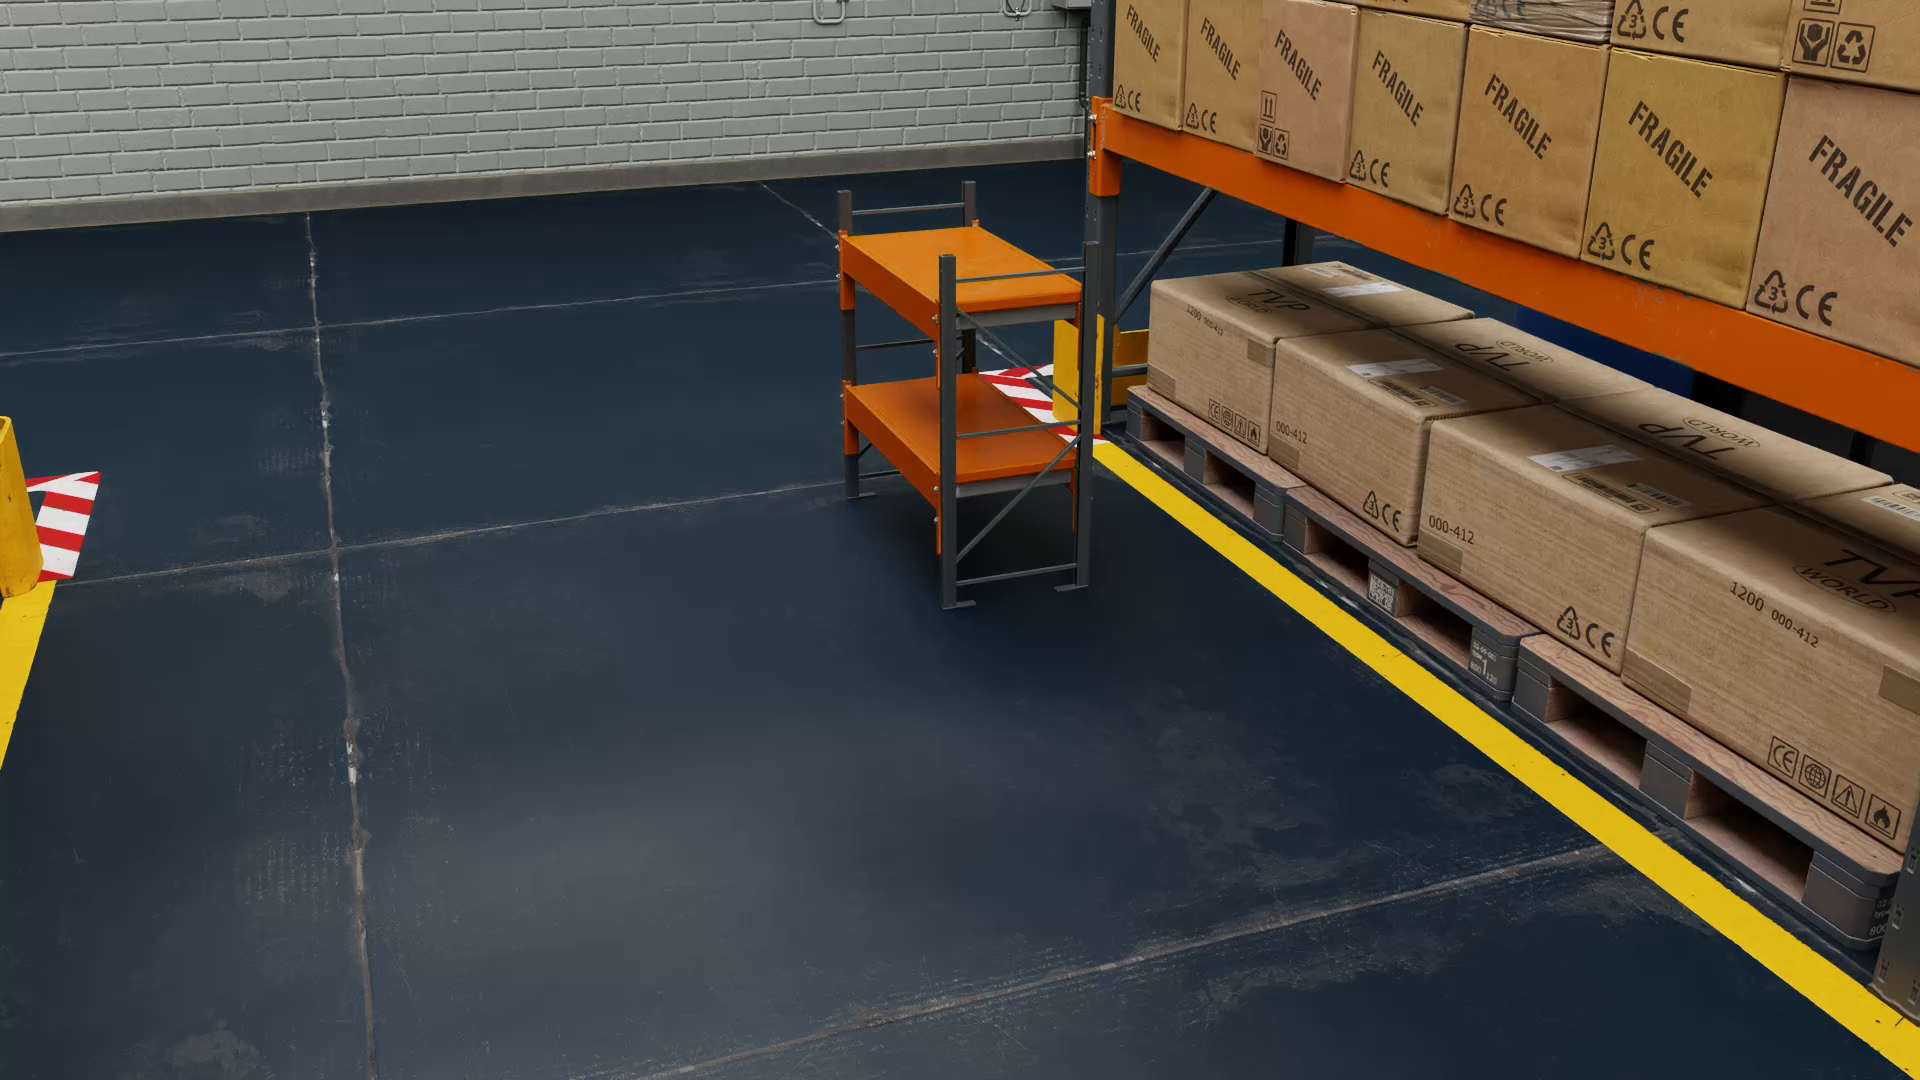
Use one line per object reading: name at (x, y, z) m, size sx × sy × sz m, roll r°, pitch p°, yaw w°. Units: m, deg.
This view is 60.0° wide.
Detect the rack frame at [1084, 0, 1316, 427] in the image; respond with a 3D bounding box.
rack frame at (0.986, -1.933, 6.475) m, size 1.000 × 3.000 × 0.127 m, roll -8°, pitch 24°, yaw -19°

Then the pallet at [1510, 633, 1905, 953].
pallet at (2.203, 0.518, 4.249) m, size 1.003 × 0.211 × 1.213 m, roll -8°, pitch 24°, yaw -19°

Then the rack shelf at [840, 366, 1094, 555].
rack shelf at (-0.002, -0.295, 5.632) m, size 0.538 × 0.278 × 1.000 m, roll -8°, pitch 24°, yaw -19°

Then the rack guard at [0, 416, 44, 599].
rack guard at (-3.583, -0.038, 5.196) m, size 1.175 × 0.500 × 0.348 m, roll -8°, pitch 24°, yaw -19°

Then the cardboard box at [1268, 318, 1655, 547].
cardboard box at (1.643, -0.389, 5.568) m, size 0.875 × 0.438 × 0.875 m, roll -8°, pitch 24°, yaw -18°

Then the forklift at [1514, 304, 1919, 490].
forklift at (3.253, -1.406, 5.312) m, size 1.130 × 2.935 × 3.031 m, roll -8°, pitch 24°, yaw -19°

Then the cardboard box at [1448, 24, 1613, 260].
cardboard box at (1.617, -1.026, 4.194) m, size 0.500 × 0.500 × 0.500 m, roll -9°, pitch 24°, yaw -20°

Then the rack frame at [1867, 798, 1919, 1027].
rack frame at (2.399, -0.480, 3.027) m, size 1.000 × 3.000 × 0.127 m, roll -8°, pitch 24°, yaw -19°

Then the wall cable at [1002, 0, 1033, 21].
wall cable at (0.294, -4.646, 11.603) m, size 0.588 × 1.984 × 0.122 m, roll -8°, pitch 24°, yaw -19°

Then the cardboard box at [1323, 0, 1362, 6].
cardboard box at (1.267, -1.854, 4.870) m, size 0.500 × 0.500 × 0.500 m, roll -9°, pitch 24°, yaw -19°

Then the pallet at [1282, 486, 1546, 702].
pallet at (1.768, 0.074, 5.303) m, size 1.003 × 0.211 × 1.213 m, roll -8°, pitch 24°, yaw -19°

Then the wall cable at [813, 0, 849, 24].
wall cable at (-1.028, -4.462, 11.125) m, size 0.585 × 1.953 × 0.123 m, roll -8°, pitch 24°, yaw -19°

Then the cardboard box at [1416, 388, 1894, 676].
cardboard box at (1.960, -0.061, 4.790) m, size 0.875 × 0.438 × 0.875 m, roll -9°, pitch 25°, yaw -21°

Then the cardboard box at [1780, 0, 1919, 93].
cardboard box at (1.974, -1.120, 3.130) m, size 0.500 × 0.500 × 0.500 m, roll -9°, pitch 24°, yaw -19°

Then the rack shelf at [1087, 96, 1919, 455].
rack shelf at (1.692, -0.875, 4.890) m, size 1.077 × 0.370 × 4.000 m, roll -8°, pitch 24°, yaw -19°

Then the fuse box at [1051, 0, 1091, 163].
fuse box at (0.988, -3.620, 12.137) m, size 0.539 × 1.711 × 0.414 m, roll -8°, pitch 24°, yaw -19°

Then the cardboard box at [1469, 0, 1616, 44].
cardboard box at (1.613, -1.489, 4.006) m, size 0.500 × 0.500 × 0.500 m, roll -8°, pitch 24°, yaw -18°

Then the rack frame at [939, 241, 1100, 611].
rack frame at (0.177, -0.336, 5.099) m, size 0.500 × 1.125 × 0.032 m, roll -8°, pitch 24°, yaw -19°

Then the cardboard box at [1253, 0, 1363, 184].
cardboard box at (1.254, -1.398, 5.077) m, size 0.500 × 0.500 × 0.500 m, roll -8°, pitch 24°, yaw -19°

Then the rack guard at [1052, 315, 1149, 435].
rack guard at (0.977, -0.790, 6.981) m, size 1.175 × 0.500 × 0.348 m, roll -8°, pitch 24°, yaw -19°

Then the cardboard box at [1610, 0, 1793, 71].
cardboard box at (1.802, -1.306, 3.570) m, size 0.500 × 0.500 × 0.500 m, roll -9°, pitch 24°, yaw -20°

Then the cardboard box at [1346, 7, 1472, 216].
cardboard box at (1.447, -1.219, 4.650) m, size 0.500 × 0.500 × 0.500 m, roll -8°, pitch 24°, yaw -17°

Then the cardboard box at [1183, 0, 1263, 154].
cardboard box at (1.091, -1.586, 5.521) m, size 0.500 × 0.500 × 0.500 m, roll -9°, pitch 24°, yaw -20°

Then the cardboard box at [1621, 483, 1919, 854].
cardboard box at (2.277, 0.264, 4.019) m, size 0.875 × 0.438 × 0.875 m, roll -9°, pitch 24°, yaw -20°

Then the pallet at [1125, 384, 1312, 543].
pallet at (1.341, -0.369, 6.353) m, size 1.003 × 0.211 × 1.213 m, roll -8°, pitch 24°, yaw -19°

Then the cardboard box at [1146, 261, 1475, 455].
cardboard box at (1.312, -0.720, 6.355) m, size 0.875 × 0.438 × 0.875 m, roll -9°, pitch 25°, yaw -21°

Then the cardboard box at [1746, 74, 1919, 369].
cardboard box at (1.996, -0.659, 3.324) m, size 0.500 × 0.500 × 0.500 m, roll -8°, pitch 24°, yaw -19°

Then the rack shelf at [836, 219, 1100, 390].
rack shelf at (-0.002, -0.791, 5.424) m, size 0.538 × 0.278 × 1.000 m, roll -8°, pitch 24°, yaw -19°

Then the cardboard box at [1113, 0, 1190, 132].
cardboard box at (0.886, -1.766, 5.948) m, size 0.500 × 0.500 × 0.500 m, roll -9°, pitch 24°, yaw -19°

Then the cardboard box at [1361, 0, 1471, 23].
cardboard box at (1.444, -1.673, 4.441) m, size 0.500 × 0.500 × 0.500 m, roll -8°, pitch 24°, yaw -19°

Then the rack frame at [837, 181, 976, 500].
rack frame at (-0.182, -0.705, 5.976) m, size 0.500 × 1.125 × 0.032 m, roll -8°, pitch 24°, yaw -19°

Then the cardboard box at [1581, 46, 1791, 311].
cardboard box at (1.809, -0.846, 3.766) m, size 0.500 × 0.500 × 0.500 m, roll -9°, pitch 24°, yaw -20°

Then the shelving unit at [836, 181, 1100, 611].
shelving unit at (-0.002, -0.521, 5.537) m, size 0.538 × 1.125 × 1.048 m, roll -8°, pitch 24°, yaw -19°
